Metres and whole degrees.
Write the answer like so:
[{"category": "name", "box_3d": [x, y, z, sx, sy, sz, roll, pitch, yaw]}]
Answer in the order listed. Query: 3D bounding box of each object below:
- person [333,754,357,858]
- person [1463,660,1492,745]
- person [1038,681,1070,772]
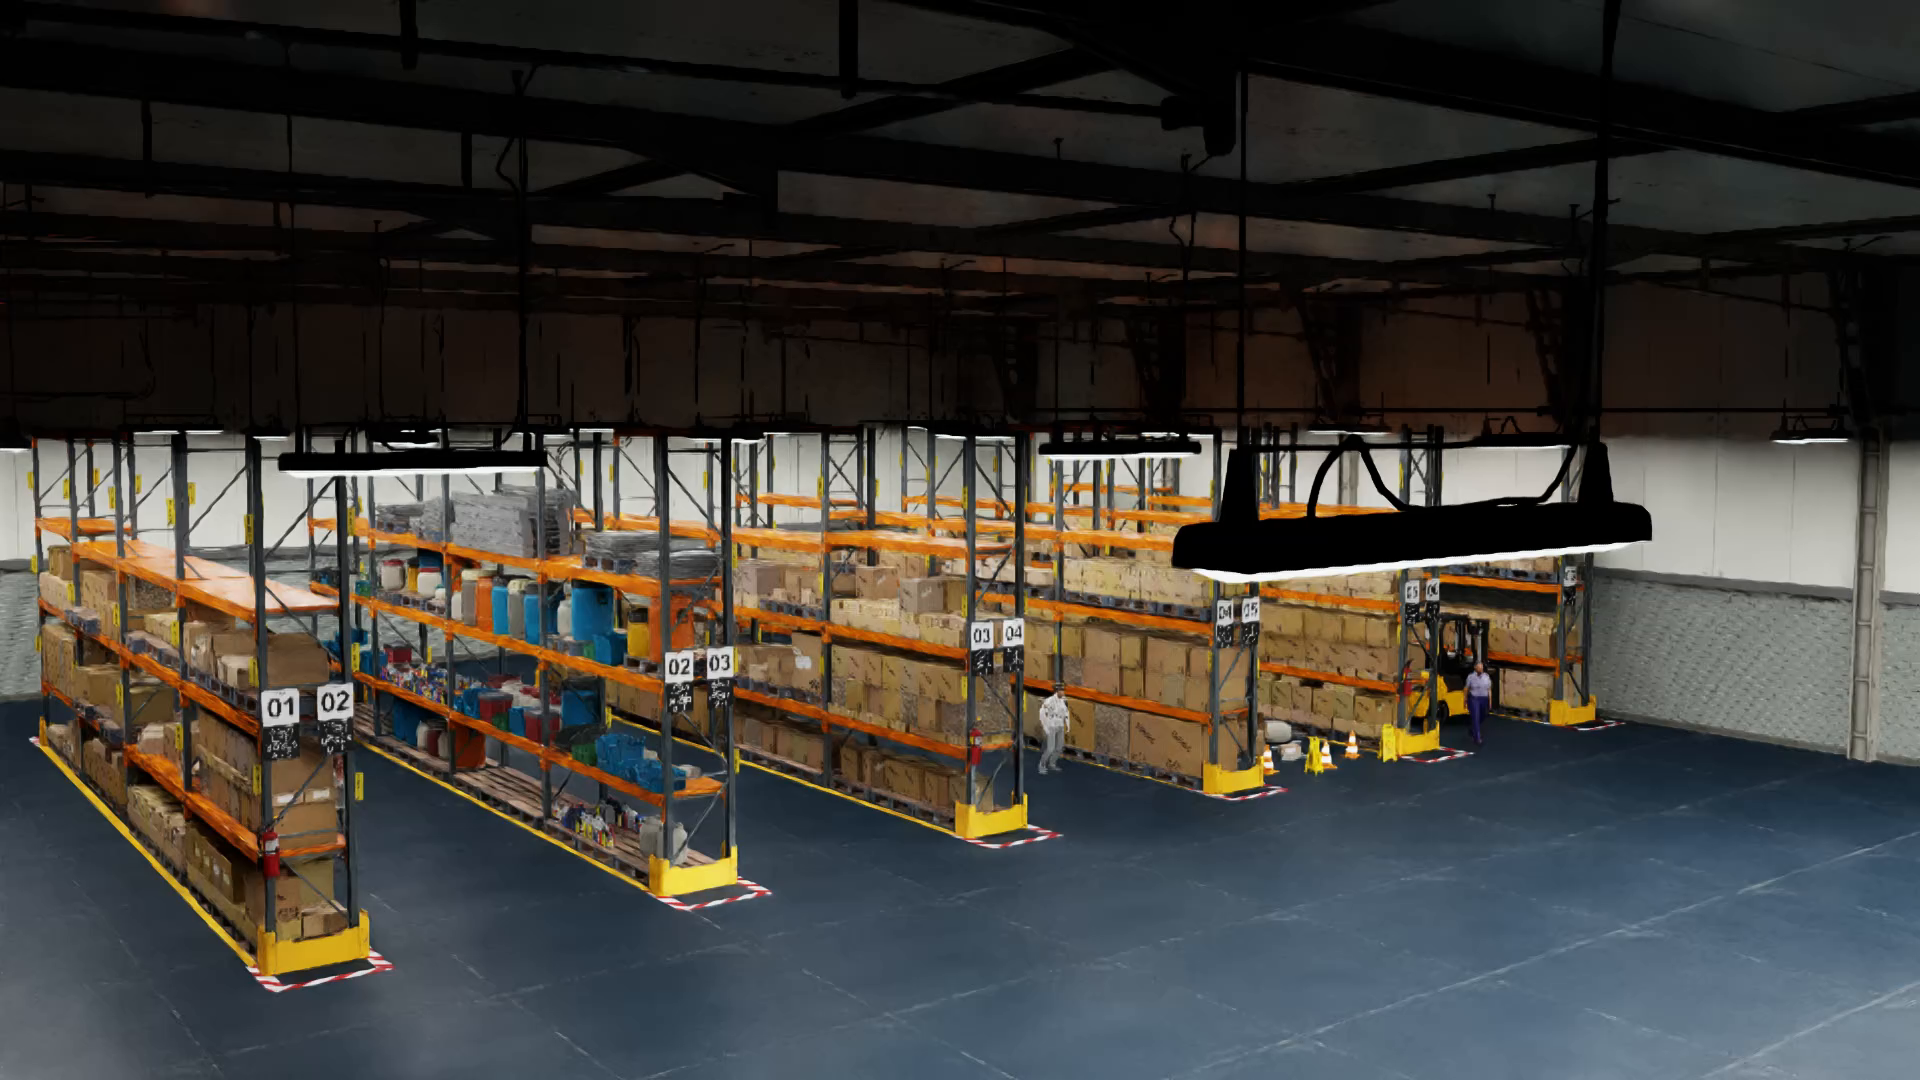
[{"category": "person", "box_3d": [-8.748, 3.736, 23.332, 0.566, 1.541, 0.519, -4, 6, -39]}, {"category": "person", "box_3d": [9.831, 3.061, 31.548, 0.543, 1.591, 0.880, -1, 5, -12]}, {"category": "person", "box_3d": [1.645, 3.250, 29.003, 0.639, 1.628, 0.512, -4, 6, -39]}]
